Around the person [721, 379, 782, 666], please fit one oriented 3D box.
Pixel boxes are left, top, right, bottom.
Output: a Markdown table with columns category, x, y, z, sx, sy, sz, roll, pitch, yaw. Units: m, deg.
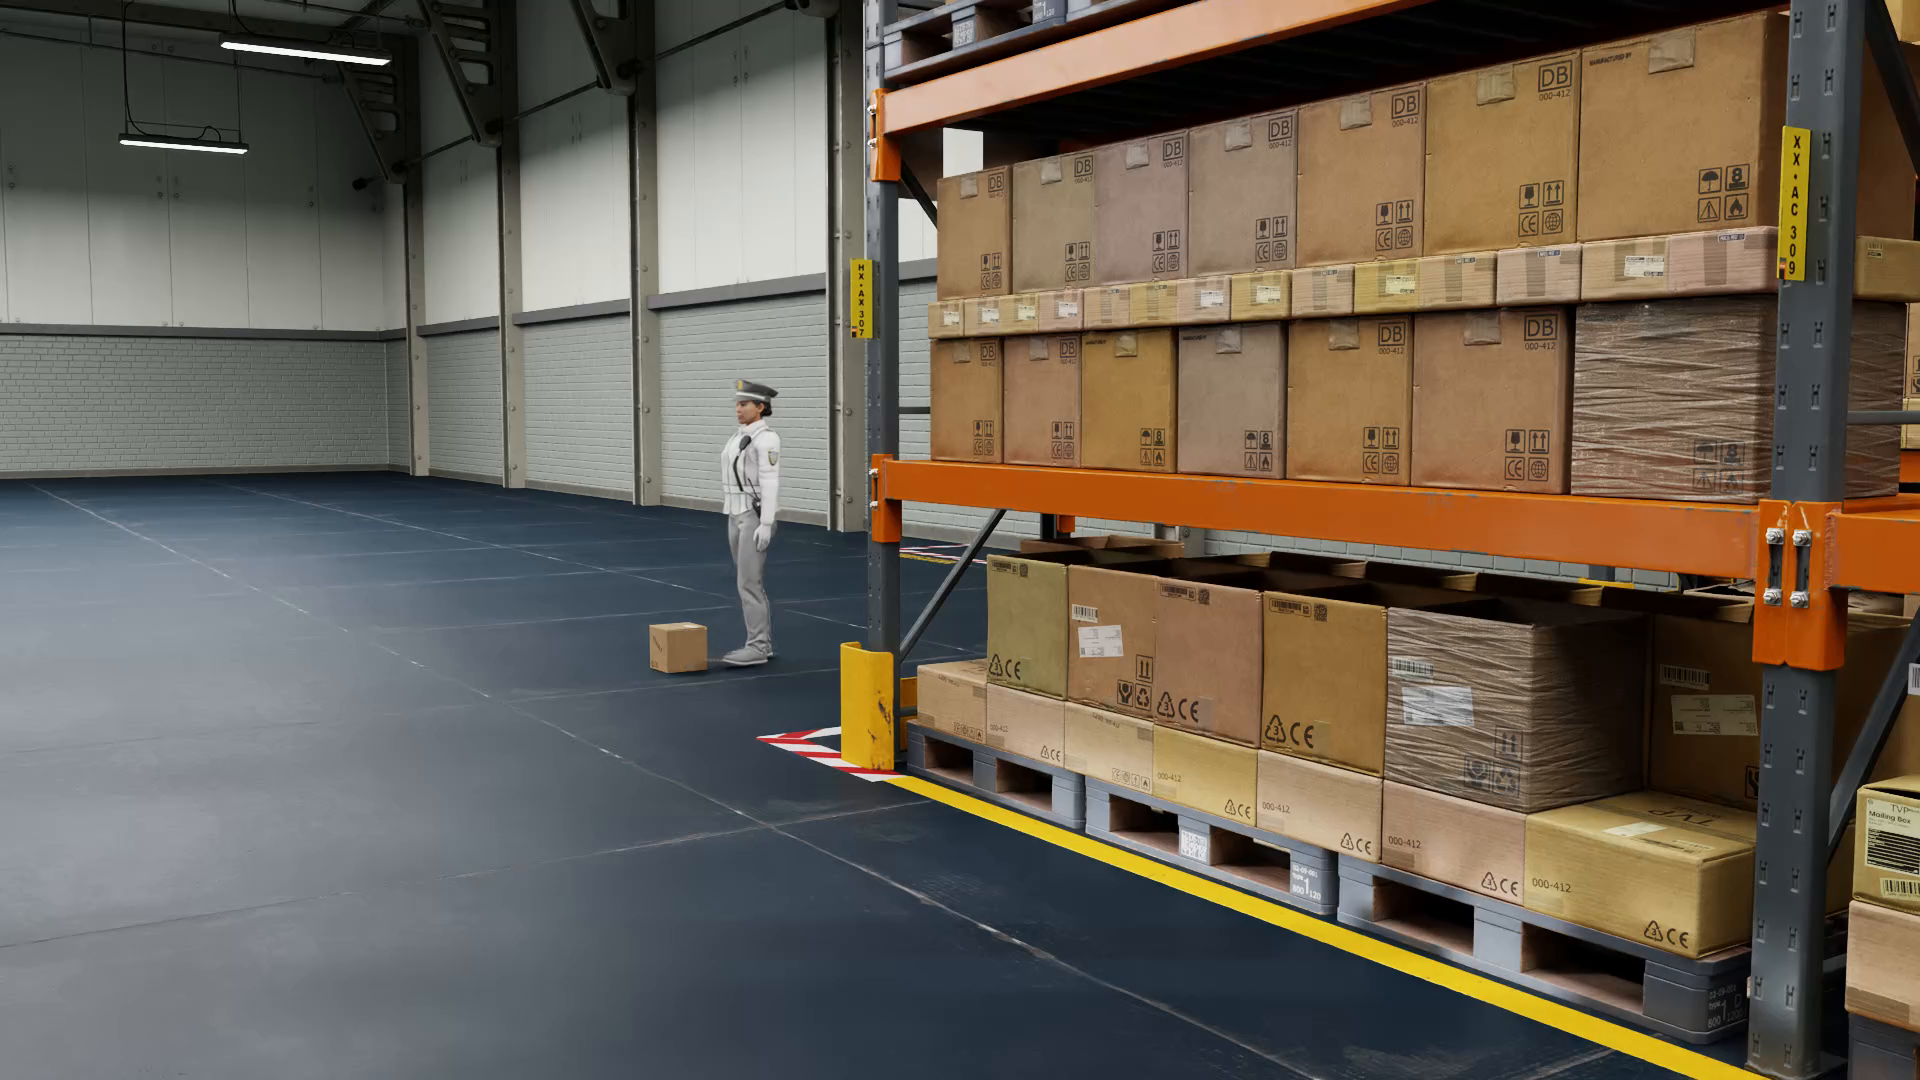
| category | x | y | z | sx | sy | sz | roll | pitch | yaw |
| --- | --- | --- | --- | --- | --- | --- | --- | --- | --- |
| person | -1.260 | -0.105 | 9.801 | 0.422 | 1.681 | 0.482 | -3 | 6 | -33 |
